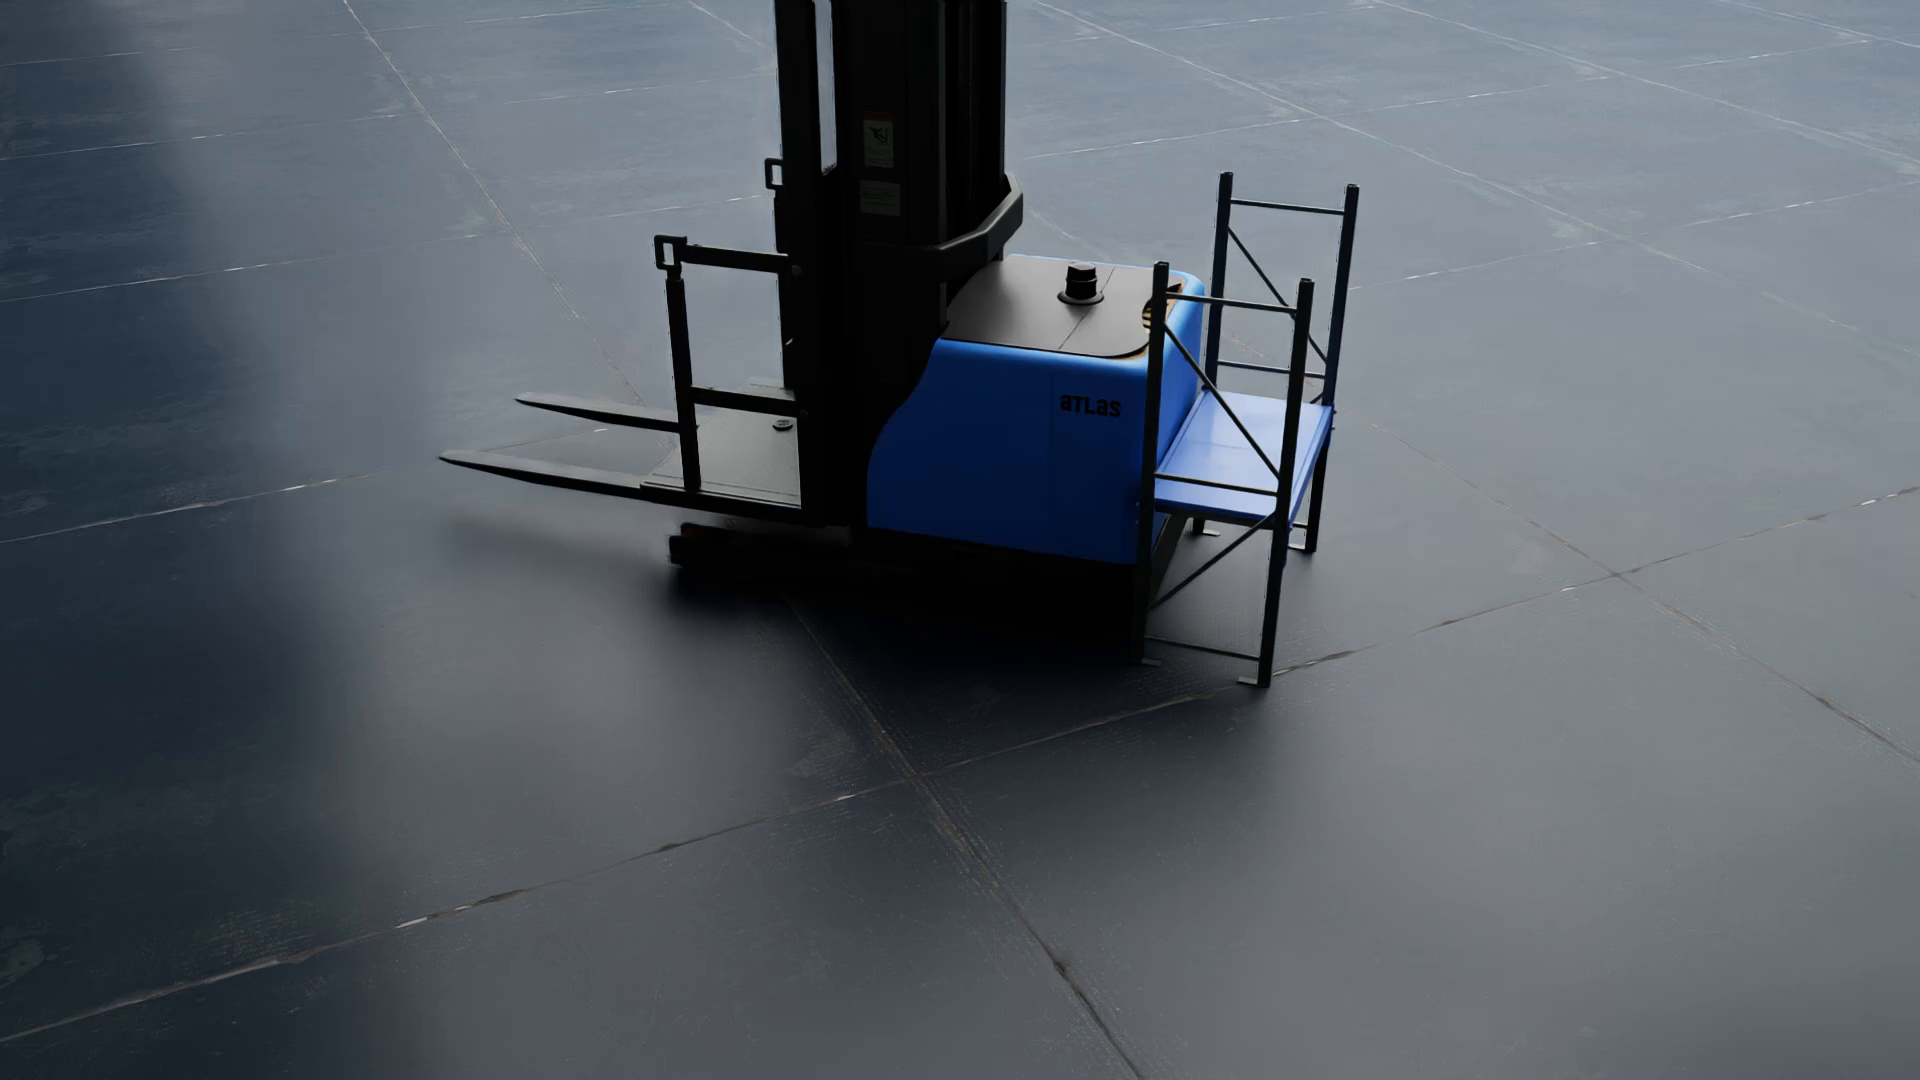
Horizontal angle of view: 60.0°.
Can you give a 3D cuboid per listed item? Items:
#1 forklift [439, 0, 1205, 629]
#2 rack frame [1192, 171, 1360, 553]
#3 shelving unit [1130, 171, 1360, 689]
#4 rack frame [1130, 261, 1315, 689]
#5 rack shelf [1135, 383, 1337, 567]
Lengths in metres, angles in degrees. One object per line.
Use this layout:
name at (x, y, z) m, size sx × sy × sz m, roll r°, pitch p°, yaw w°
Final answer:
forklift at (-0.624, -1.362, 6.183) m, size 3.031 × 2.935 × 1.130 m, roll 9°, pitch 30°, yaw 15°
rack frame at (1.191, -0.650, 6.376) m, size 0.500 × 1.500 × 0.032 m, roll 10°, pitch 31°, yaw 17°
shelving unit at (1.021, -0.416, 5.958) m, size 0.538 × 1.500 × 1.048 m, roll 10°, pitch 31°, yaw 17°
rack frame at (0.851, -0.181, 5.540) m, size 0.500 × 1.500 × 0.032 m, roll 10°, pitch 31°, yaw 17°
rack shelf at (1.021, -0.259, 6.046) m, size 0.538 × 0.185 × 1.000 m, roll 10°, pitch 31°, yaw 17°
